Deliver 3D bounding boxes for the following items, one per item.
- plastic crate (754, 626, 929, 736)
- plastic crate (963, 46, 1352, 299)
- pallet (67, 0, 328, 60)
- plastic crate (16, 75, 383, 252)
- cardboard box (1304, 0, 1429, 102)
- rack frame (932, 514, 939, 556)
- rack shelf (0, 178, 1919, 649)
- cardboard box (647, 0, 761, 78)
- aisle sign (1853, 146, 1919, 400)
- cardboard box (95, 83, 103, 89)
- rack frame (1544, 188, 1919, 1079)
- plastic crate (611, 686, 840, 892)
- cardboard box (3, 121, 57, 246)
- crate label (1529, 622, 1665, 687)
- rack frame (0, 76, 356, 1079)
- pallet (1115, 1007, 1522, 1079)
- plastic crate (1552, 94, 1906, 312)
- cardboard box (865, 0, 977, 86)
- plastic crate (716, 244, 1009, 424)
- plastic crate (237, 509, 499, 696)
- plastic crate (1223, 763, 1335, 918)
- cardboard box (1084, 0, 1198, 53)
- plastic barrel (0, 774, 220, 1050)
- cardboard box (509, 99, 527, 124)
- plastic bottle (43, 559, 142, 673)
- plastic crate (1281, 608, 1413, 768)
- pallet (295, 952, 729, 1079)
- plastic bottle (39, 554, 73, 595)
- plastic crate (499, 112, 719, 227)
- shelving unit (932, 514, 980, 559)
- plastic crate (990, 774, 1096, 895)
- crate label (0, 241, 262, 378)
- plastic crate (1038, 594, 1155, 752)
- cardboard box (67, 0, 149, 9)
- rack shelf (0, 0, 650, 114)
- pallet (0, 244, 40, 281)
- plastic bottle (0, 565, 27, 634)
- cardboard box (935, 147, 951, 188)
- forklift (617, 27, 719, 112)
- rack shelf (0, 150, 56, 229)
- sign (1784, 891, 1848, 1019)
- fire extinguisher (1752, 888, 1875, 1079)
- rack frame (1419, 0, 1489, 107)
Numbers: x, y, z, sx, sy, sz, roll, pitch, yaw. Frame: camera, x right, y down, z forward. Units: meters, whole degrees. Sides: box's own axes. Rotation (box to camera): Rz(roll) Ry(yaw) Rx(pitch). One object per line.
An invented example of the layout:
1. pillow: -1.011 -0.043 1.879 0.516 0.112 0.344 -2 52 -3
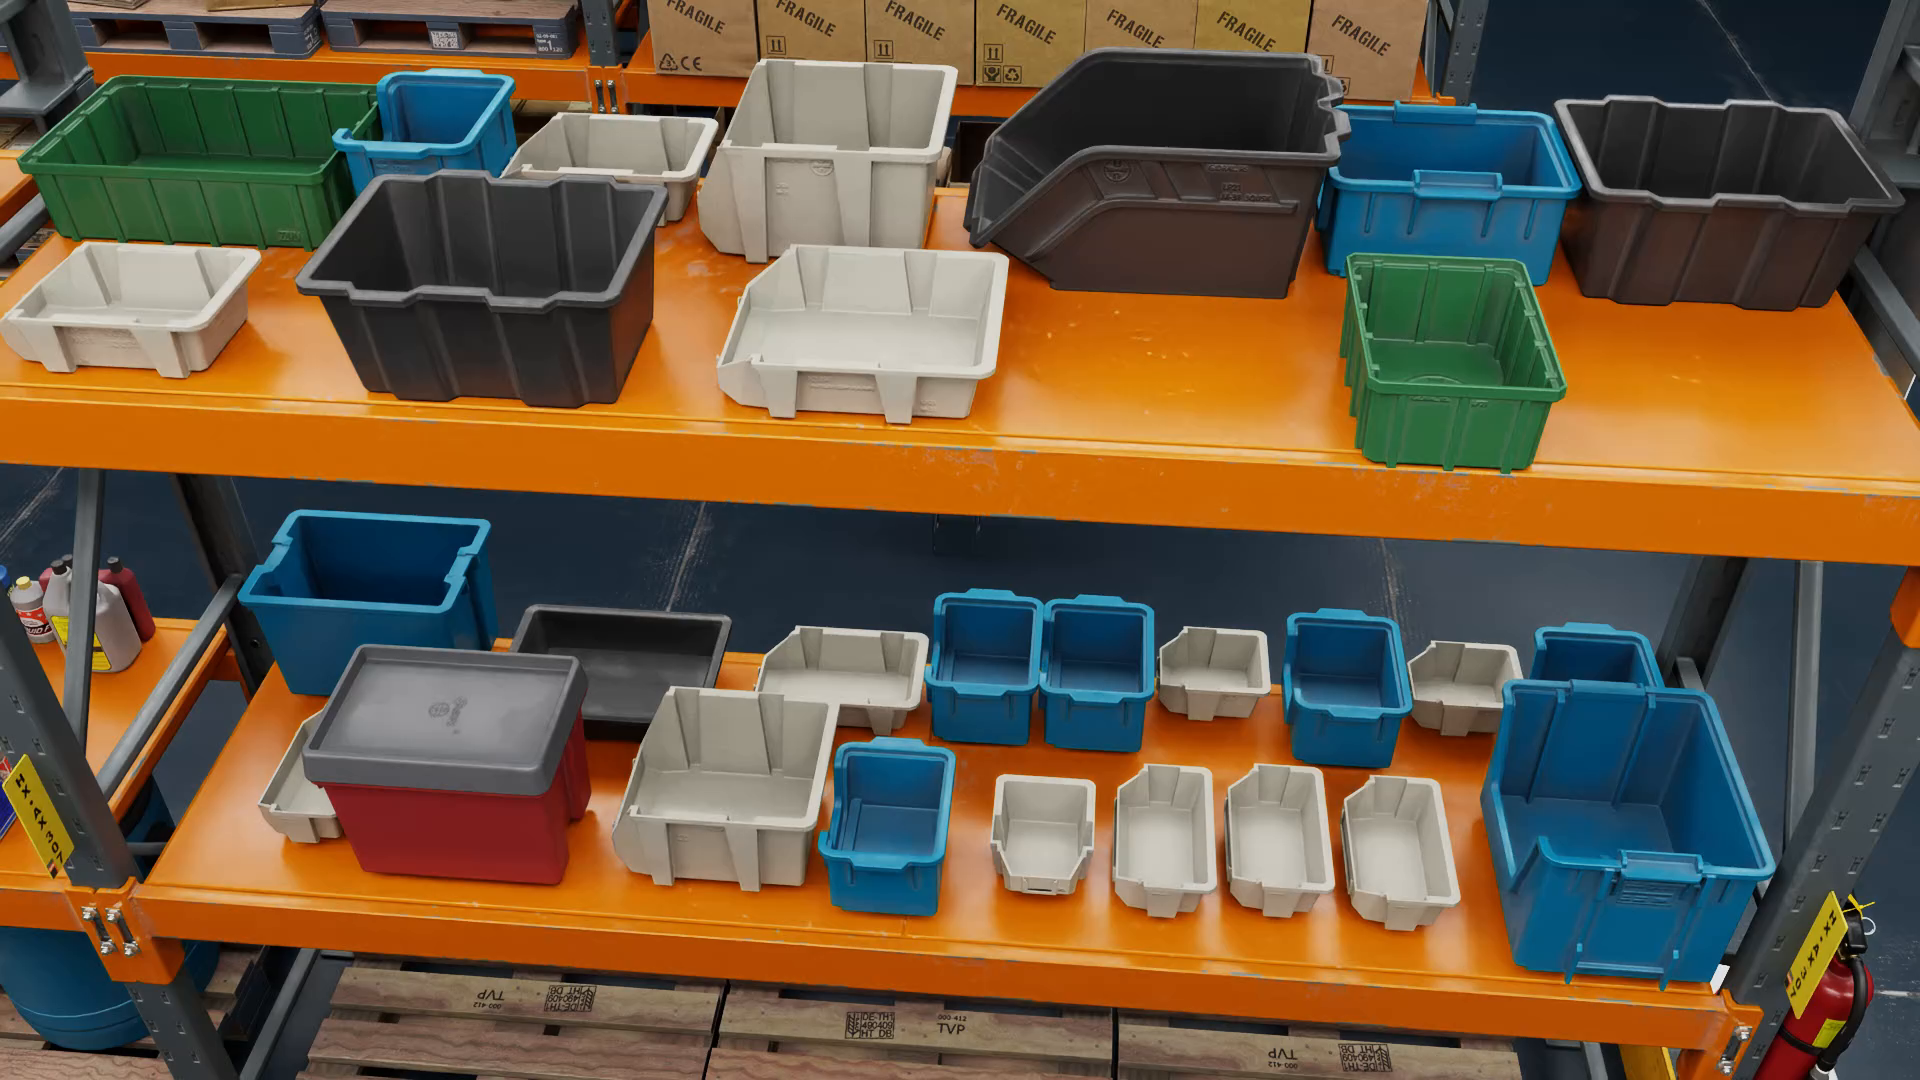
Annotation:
1. plastic crate: -0.328 0.391 4.554 0.466 0.136 0.293 3 39 4
2. plastic crate: 0.398 -0.771 3.494 0.767 0.338 0.504 3 39 4
3. pallet: -3.705 -2.749 8.403 1.213 0.211 1.003 3 39 4
4. plastic crate: -1.640 -0.842 3.699 0.662 0.188 0.450 3 39 4
5. cardboard box: 1.858 -2.383 7.722 0.500 0.500 0.500 4 39 5
6. rack frame: -0.106 -0.471 6.878 0.006 1.200 0.240 3 39 4
7. rack shelf: -0.096 -0.369 3.521 4.000 0.370 1.077 3 39 4
8. cardboard box: -1.173 -2.548 7.925 0.500 0.500 0.500 4 39 5
9. aisle sign: 1.994 -0.567 3.511 0.004 0.787 0.394 3 39 4
10. cardboard box: -4.634 -2.515 9.001 0.500 0.250 0.500 5 39 6
11. rack frame: 1.896 0.624 4.107 0.127 3.000 1.000 3 39 4
12. plastic crate: -0.583 0.628 4.148 0.530 0.282 0.437 3 39 4
13. cardboard box: -4.692 -1.898 8.837 0.500 0.500 0.500 2 39 2
14. crate label: 1.679 0.446 4.411 0.303 0.233 0.416 3 39 4
15. rack frame: -2.089 0.407 4.374 0.127 3.000 1.000 3 39 4
16. pallet: 1.078 1.637 5.072 1.213 0.211 1.003 3 39 4
17. plastic crate: 1.537 -0.684 3.442 0.590 0.269 0.497 3 39 4
18. cardboard box: -0.165 -2.494 7.858 0.500 0.500 0.500 3 39 4
19. plastic crate: -0.184 -0.393 3.190 0.530 0.136 0.437 3 39 4
20. plastic crate: -1.594 0.200 4.593 0.575 0.384 0.392 3 39 4
21. plastic crate: 0.781 0.748 4.116 0.243 0.136 0.396 3 39 4
22. cardboard box: 0.844 -2.439 7.791 0.500 0.500 0.500 3 39 4
23. plastic barrel: -2.629 1.017 4.954 0.708 0.901 0.600 3 39 4
24. cardboard box: -2.651 -2.111 9.099 0.500 0.500 0.500 4 39 4
25. plastic bottle: -2.452 0.201 4.667 0.185 0.351 0.144 3 39 4
26. plastic crate: 1.023 0.410 4.455 0.300 0.233 0.416 3 39 4
27. pallet: -1.353 1.504 5.235 1.213 0.211 1.003 3 39 4
28. plastic bottle: -2.550 0.156 4.774 0.133 0.283 0.061 3 39 4
29. plastic crate: -0.789 -0.825 3.720 0.466 0.136 0.293 3 39 4
30. shelving unit: -0.014 -0.466 6.872 0.189 1.200 0.258 3 39 4
31. plastic crate: 0.205 0.744 4.121 0.250 0.136 0.298 3 39 4
32. crate label: -1.626 -0.446 3.255 0.466 0.136 0.293 3 39 4
33. plastic crate: 0.367 0.374 4.500 0.300 0.233 0.416 3 39 4
34. cardboard box: -4.111 -2.995 8.141 0.500 0.500 0.700 10 40 12
35. rack shelf: -3.650 -2.538 8.562 4.000 0.370 1.077 3 39 4
36. pallet: -4.902 -1.780 9.270 1.213 0.211 1.003 3 39 4
37. plastic bottle: -2.764 0.161 4.778 0.097 0.271 0.097 0 39 0
38. cardboard box: -0.318 -1.943 9.042 0.500 0.311 0.500 3 39 4
39. forklift: -1.468 -4.196 10.083 3.031 2.935 1.130 4 39 4
40. rack shelf: -4.081 -0.587 3.788 4.000 0.370 1.077 3 39 4
41. sign: 1.865 0.908 3.629 0.005 0.325 0.100 3 39 4
42. fire extinguisher: 2.008 1.093 3.888 0.183 0.674 0.296 3 39 4
43. rack frame: 2.328 -2.491 7.934 0.127 3.000 1.000 3 39 4
